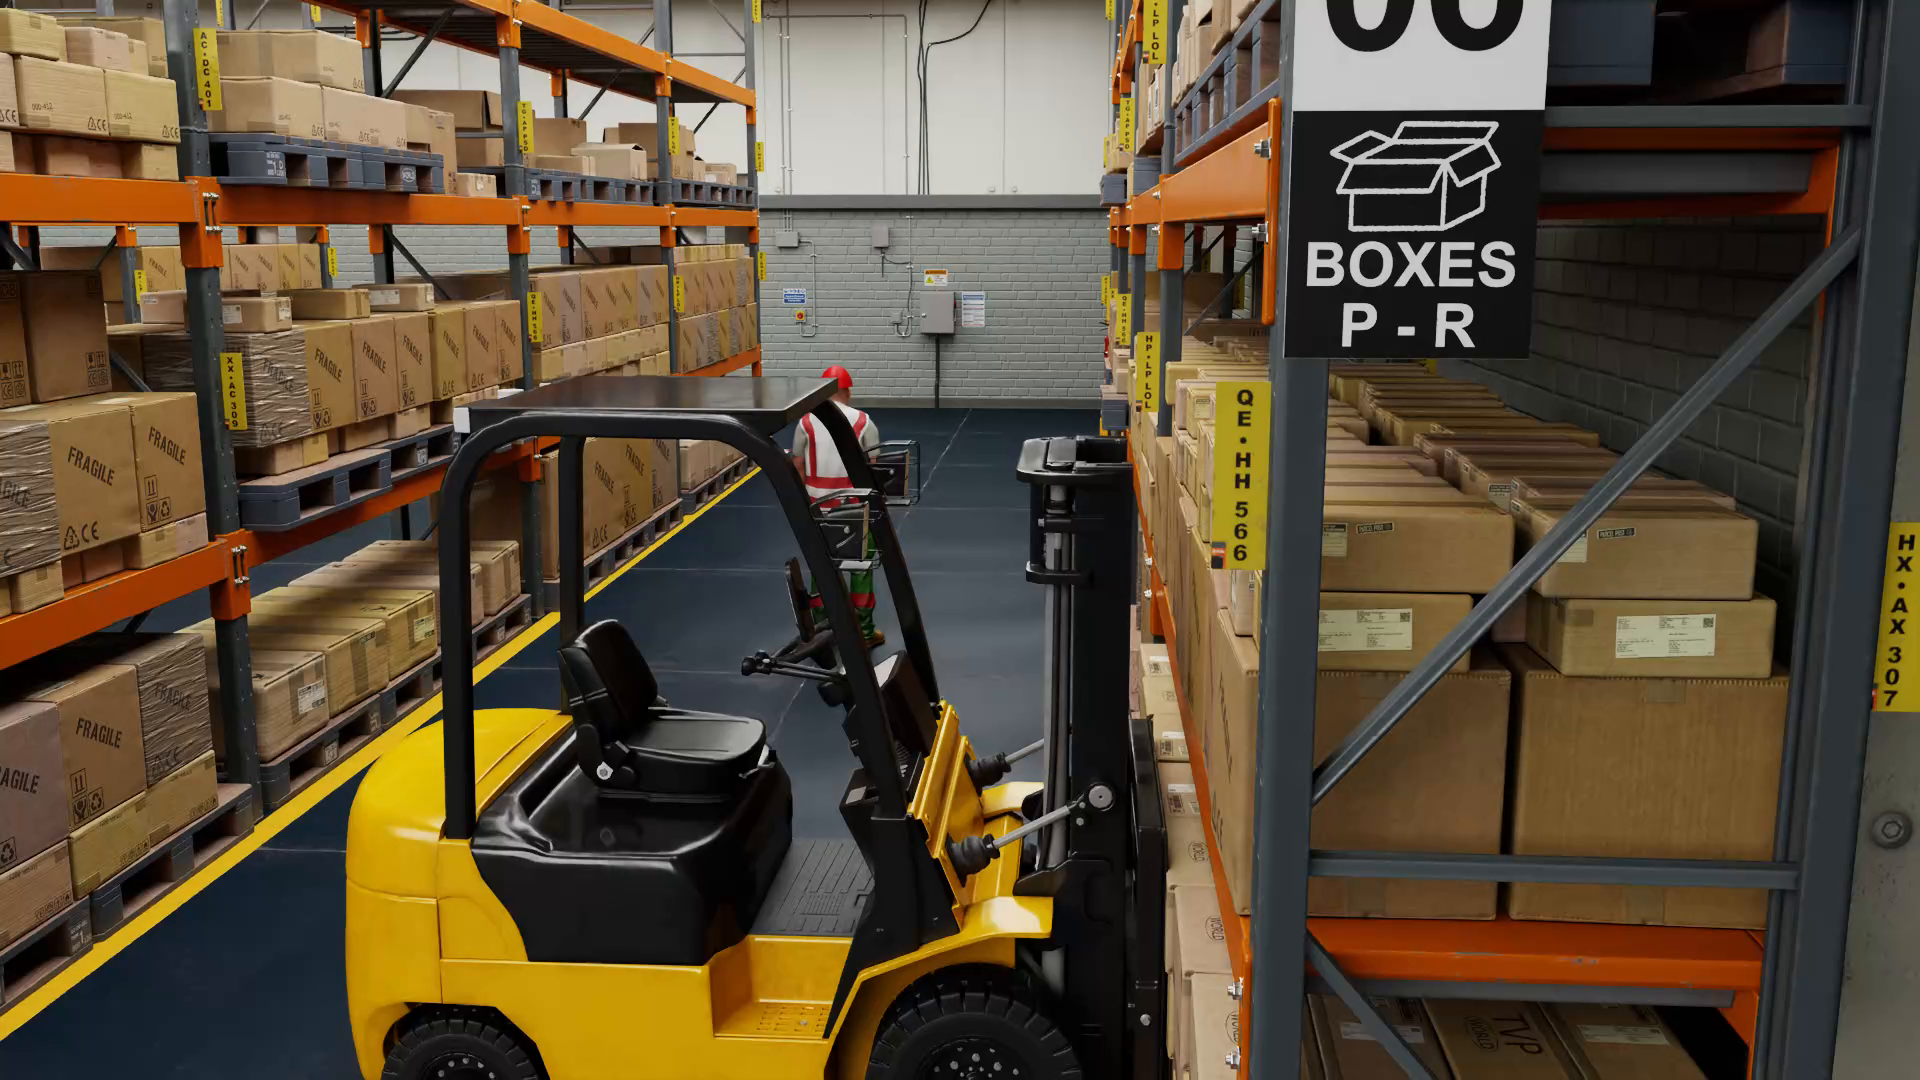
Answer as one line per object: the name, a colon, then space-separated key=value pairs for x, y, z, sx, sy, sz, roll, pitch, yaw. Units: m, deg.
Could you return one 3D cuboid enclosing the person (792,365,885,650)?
person: x=-0.757 y=-0.202 z=10.460 sx=0.608 sy=1.780 sz=0.448 roll=1 pitch=11 yaw=4
